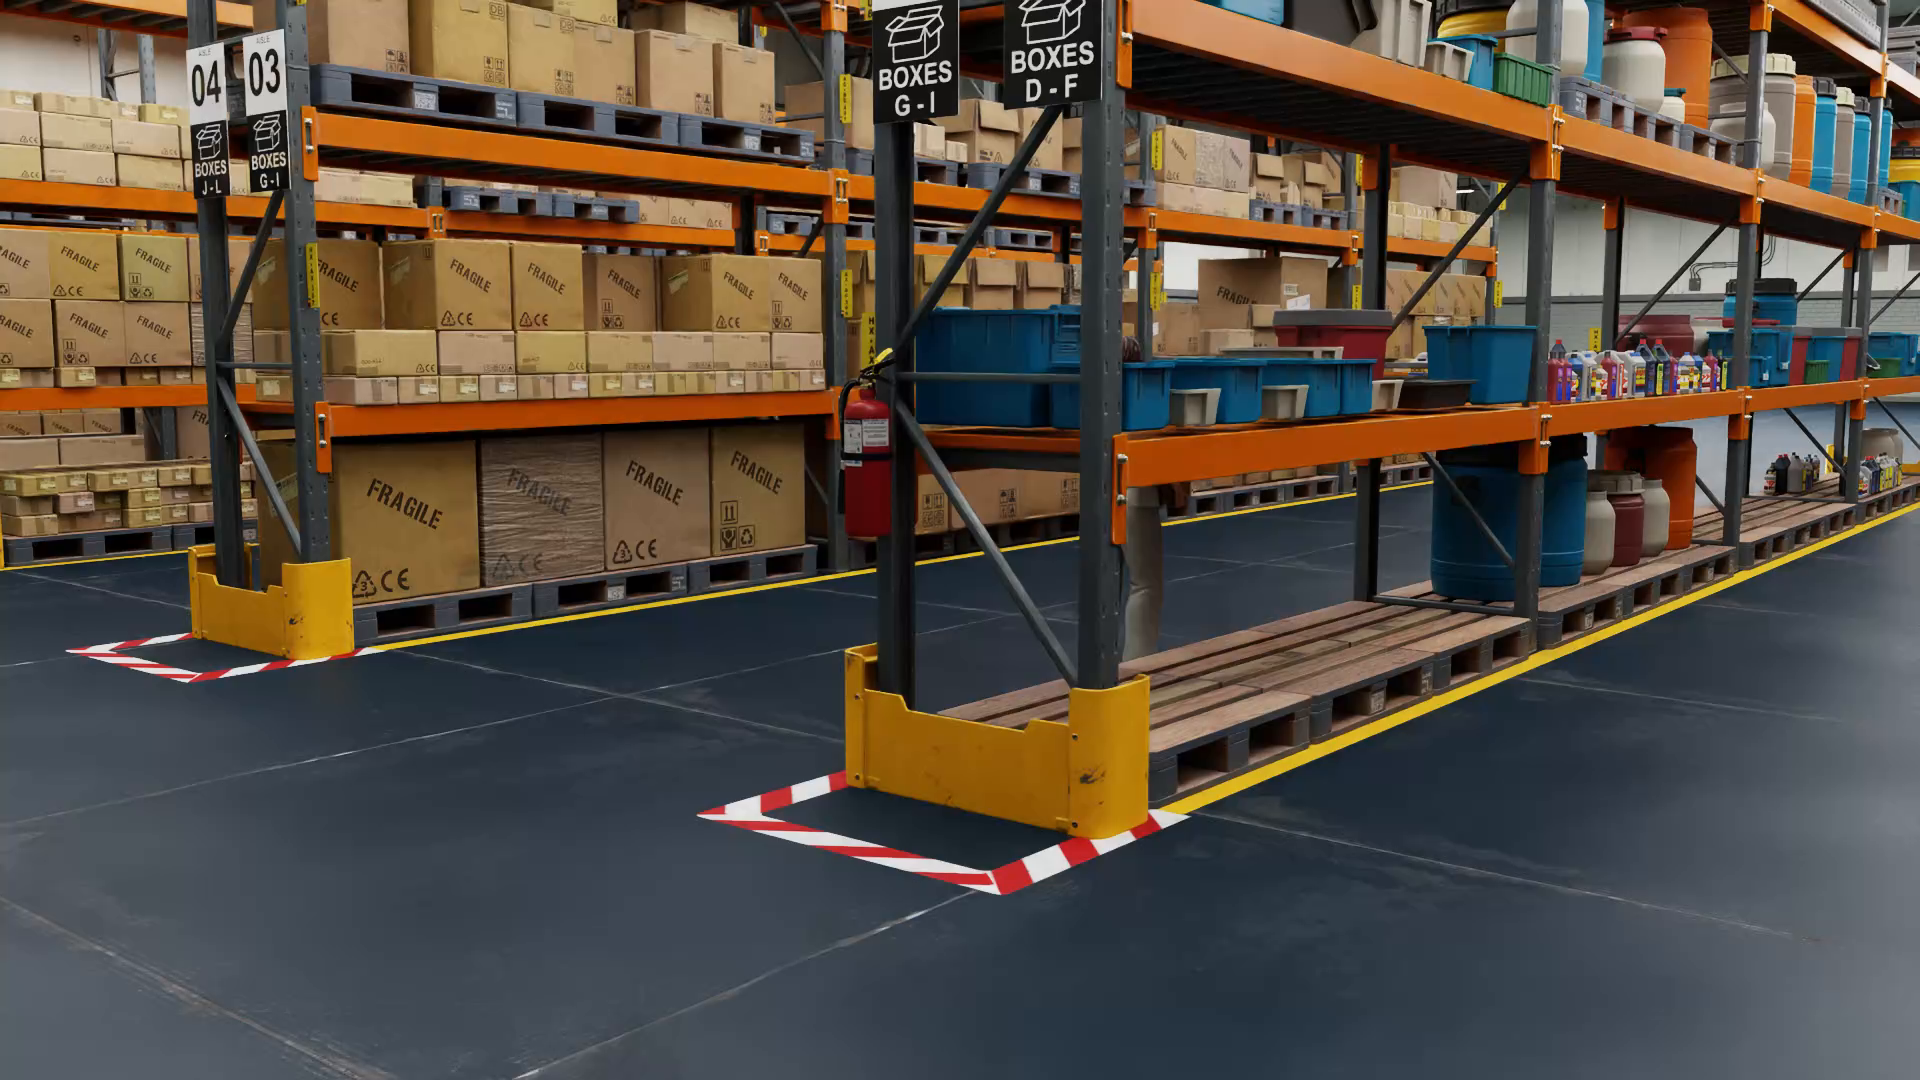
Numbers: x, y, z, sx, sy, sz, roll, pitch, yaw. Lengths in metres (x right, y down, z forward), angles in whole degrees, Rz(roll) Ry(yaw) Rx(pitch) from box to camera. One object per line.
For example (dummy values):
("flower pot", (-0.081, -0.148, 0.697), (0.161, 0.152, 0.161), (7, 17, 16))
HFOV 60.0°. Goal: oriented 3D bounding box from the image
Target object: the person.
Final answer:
("person", (0.821, -0.133, 7.918), (0.431, 1.667, 0.545), (5, 9, 38))
